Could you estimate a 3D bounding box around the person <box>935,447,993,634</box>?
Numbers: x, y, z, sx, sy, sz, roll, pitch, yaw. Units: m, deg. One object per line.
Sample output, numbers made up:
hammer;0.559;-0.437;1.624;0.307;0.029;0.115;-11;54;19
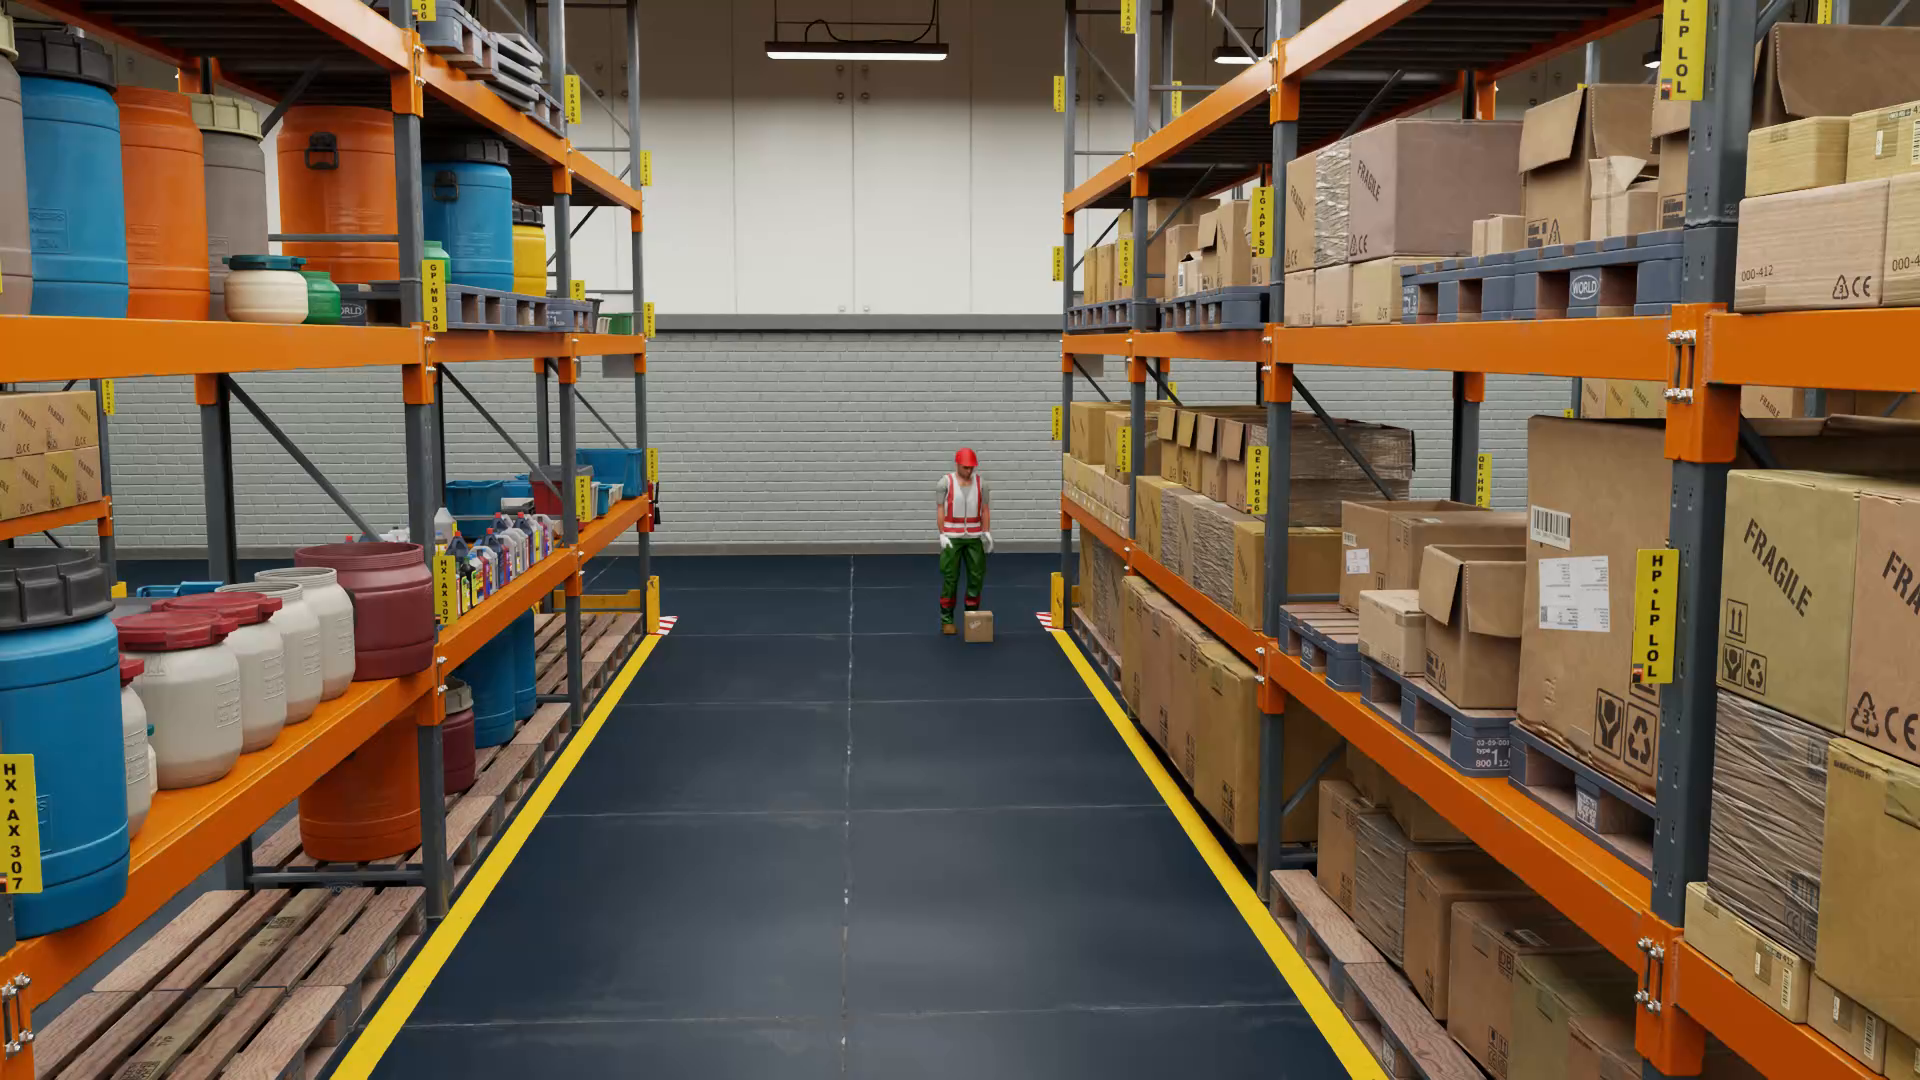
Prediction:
person;0.042;-0.001;15.745;0.533;1.768;0.388;-2;7;-17
